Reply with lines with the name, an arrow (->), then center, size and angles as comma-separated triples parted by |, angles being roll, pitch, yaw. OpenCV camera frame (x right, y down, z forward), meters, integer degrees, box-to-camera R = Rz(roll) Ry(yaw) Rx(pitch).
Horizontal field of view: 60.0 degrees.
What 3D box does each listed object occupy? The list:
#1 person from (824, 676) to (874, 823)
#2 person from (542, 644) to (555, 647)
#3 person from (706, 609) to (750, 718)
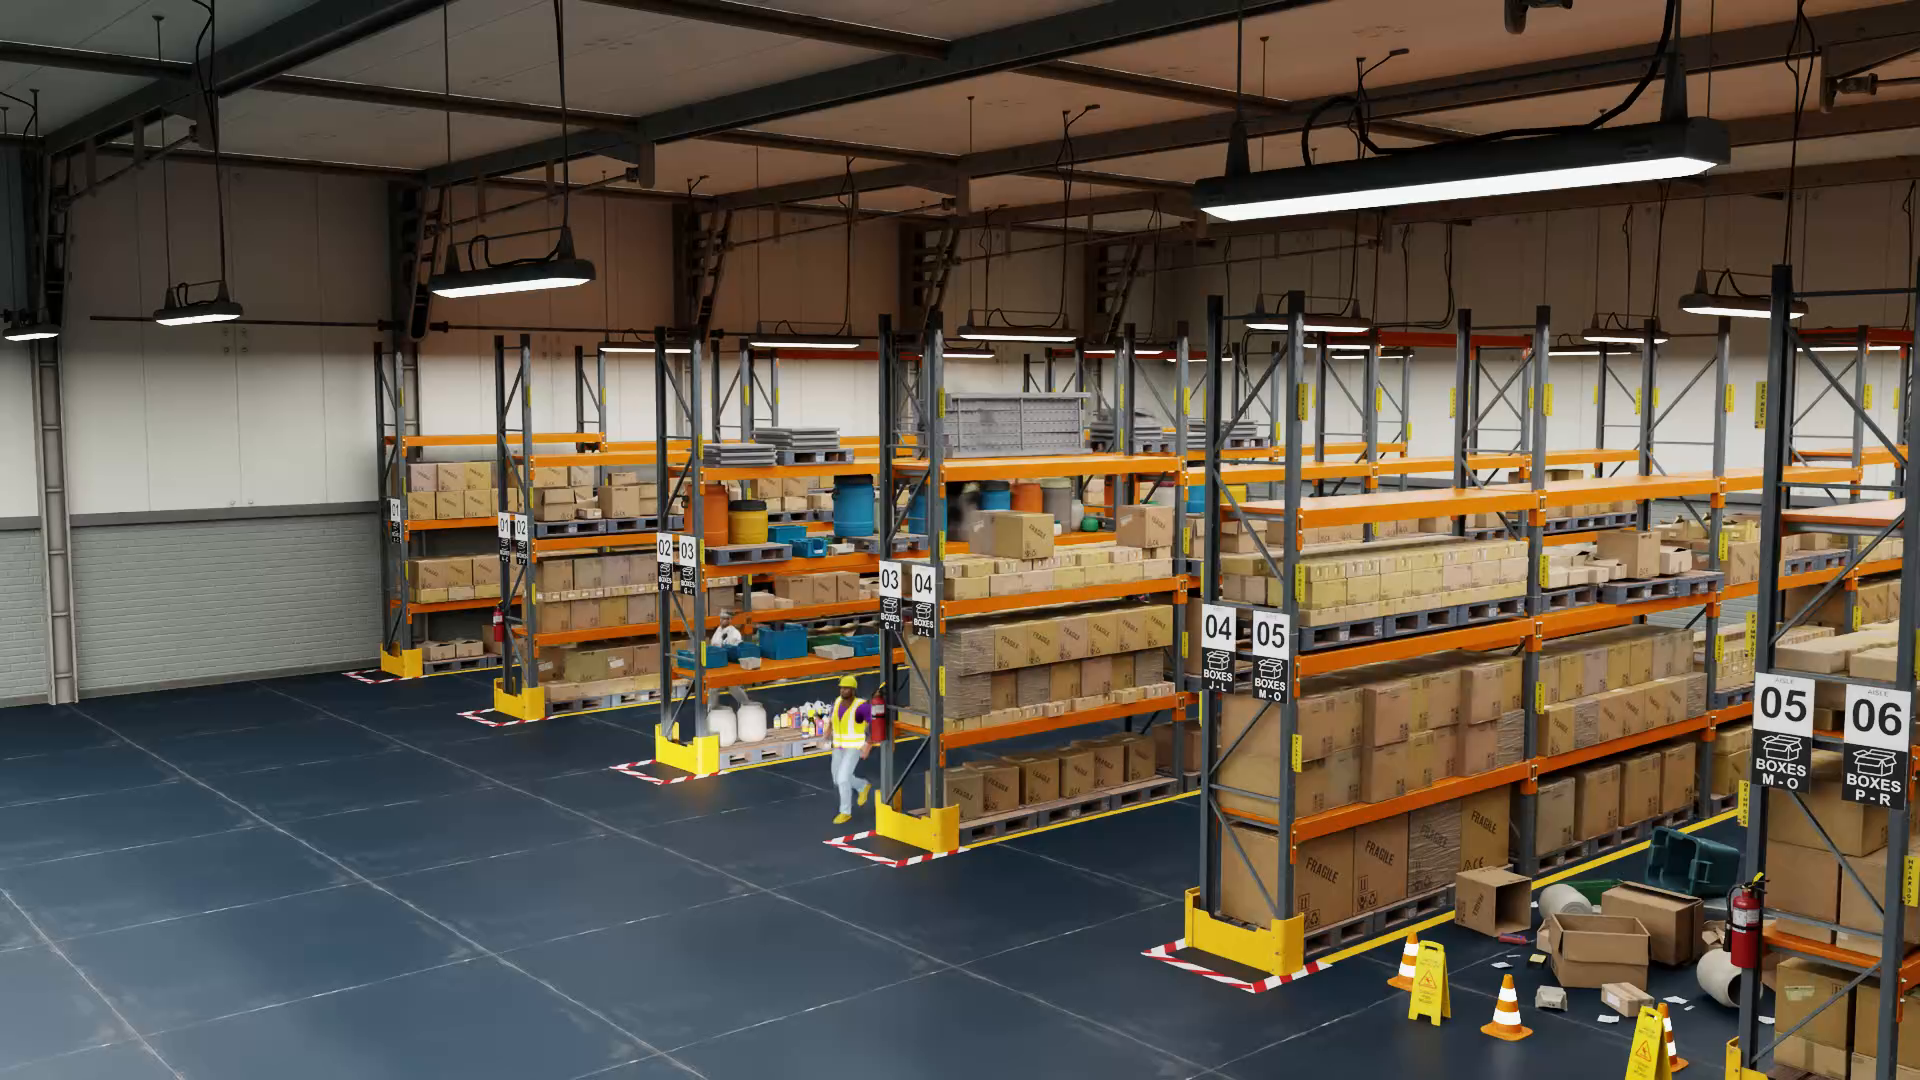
person -> -1.312, 2.495, 20.017 | 0.738, 1.748, 0.681 | 5, 7, 41
person -> -7.064, 1.809, 28.392 | 0.534, 1.549, 0.557 | 5, 7, 42
person -> -3.597, 1.940, 25.482 | 0.653, 1.799, 0.889 | 4, 7, 39
